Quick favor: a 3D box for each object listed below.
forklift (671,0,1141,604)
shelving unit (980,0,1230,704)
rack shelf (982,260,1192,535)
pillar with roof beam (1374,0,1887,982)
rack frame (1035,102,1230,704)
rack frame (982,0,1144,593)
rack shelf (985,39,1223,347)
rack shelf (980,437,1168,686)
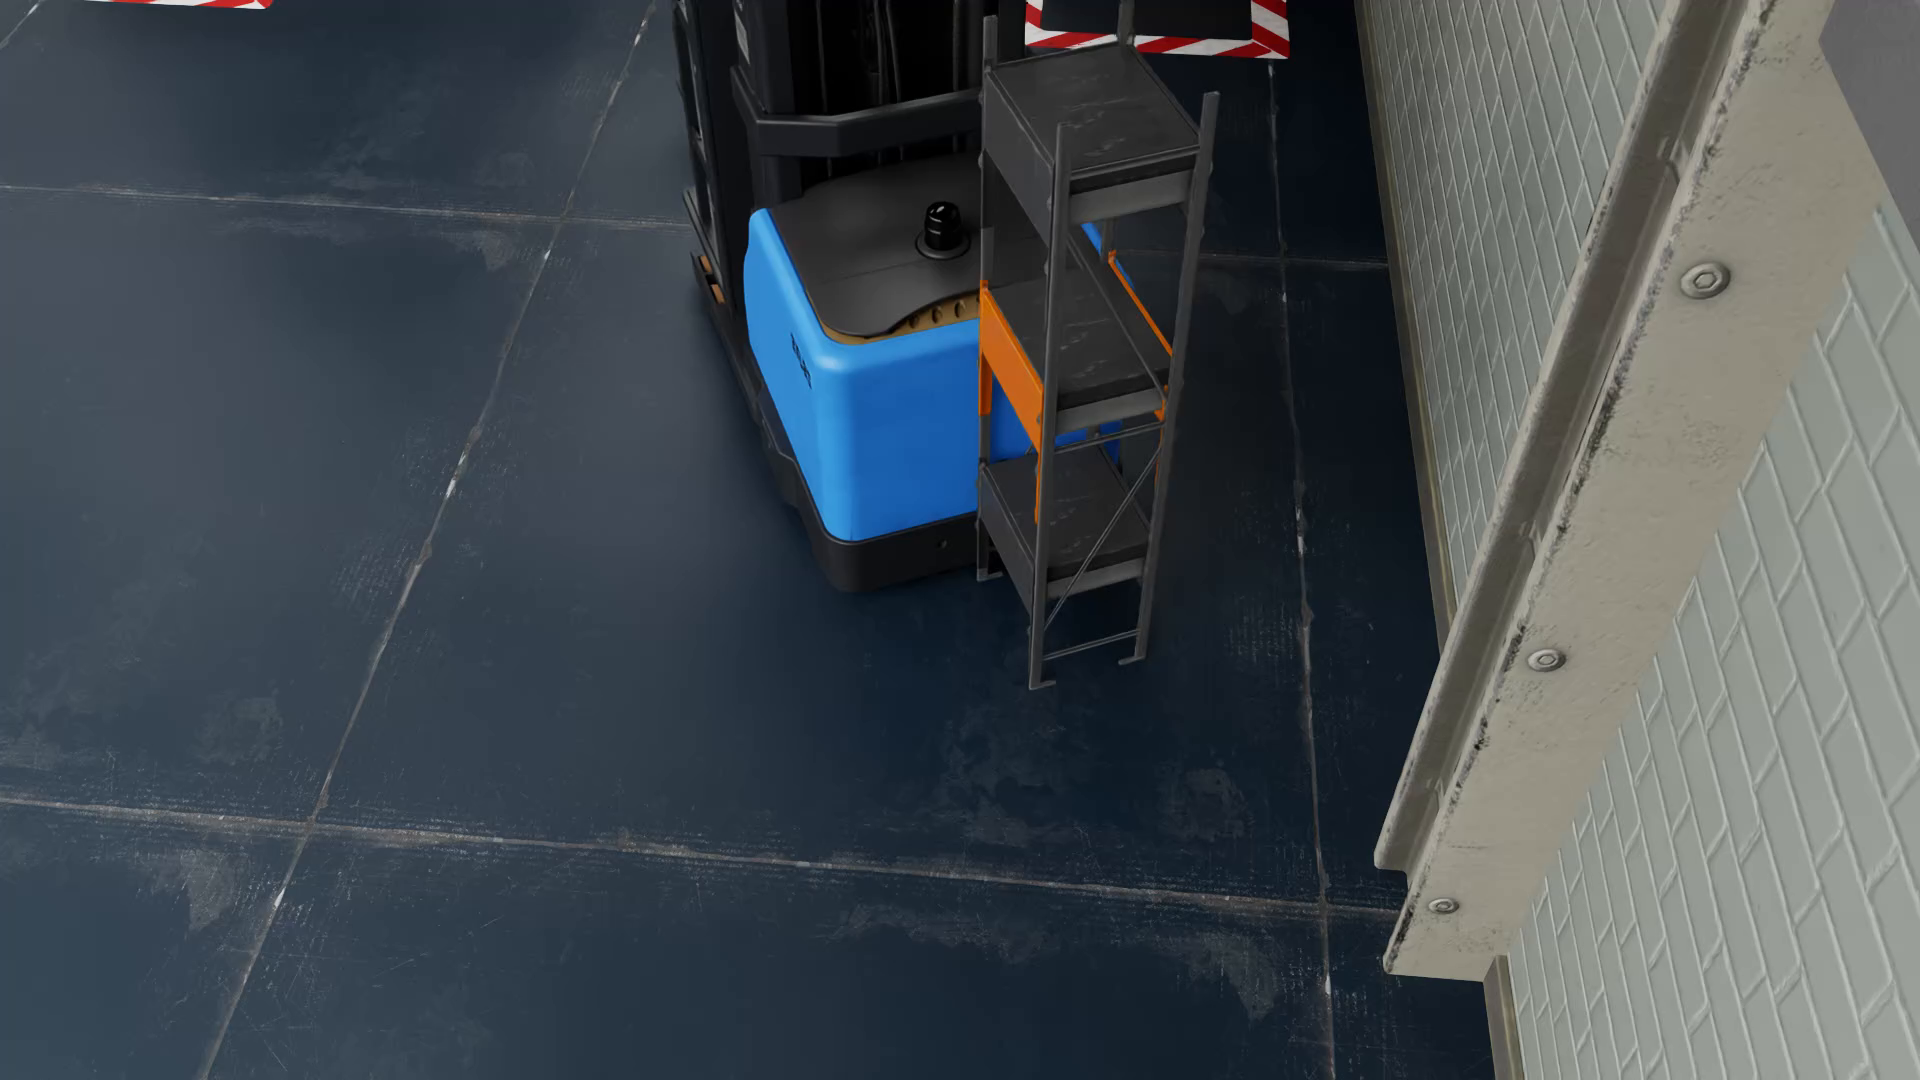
[{"bbox_3d":[-0.408,-1.891,5.493,1.130,2.935,3.031,-15,49,-13],"label":"forklift"},{"bbox_3d":[0.346,-0.414,4.706,0.431,2.100,0.503,-15,49,-13],"label":"shelving unit"},{"bbox_3d":[0.346,-0.405,4.716,0.431,0.518,0.480,-15,49,-13],"label":"rack shelf"},{"bbox_3d":[-2.930,-2.252,1.712,9.100,9.000,0.400,4,48,4],"label":"pillar with roof beam"},{"bbox_3d":[0.428,-0.244,4.550,0.400,2.100,0.015,-15,49,-13],"label":"rack frame"},{"bbox_3d":[0.265,-0.584,4.861,0.400,2.100,0.015,-15,49,-13],"label":"rack frame"},{"bbox_3d":[0.346,-0.877,4.199,0.431,0.518,0.480,-15,49,-13],"label":"rack shelf"},{"bbox_3d":[0.346,0.068,5.232,0.431,0.518,0.480,-15,49,-13],"label":"rack shelf"}]
